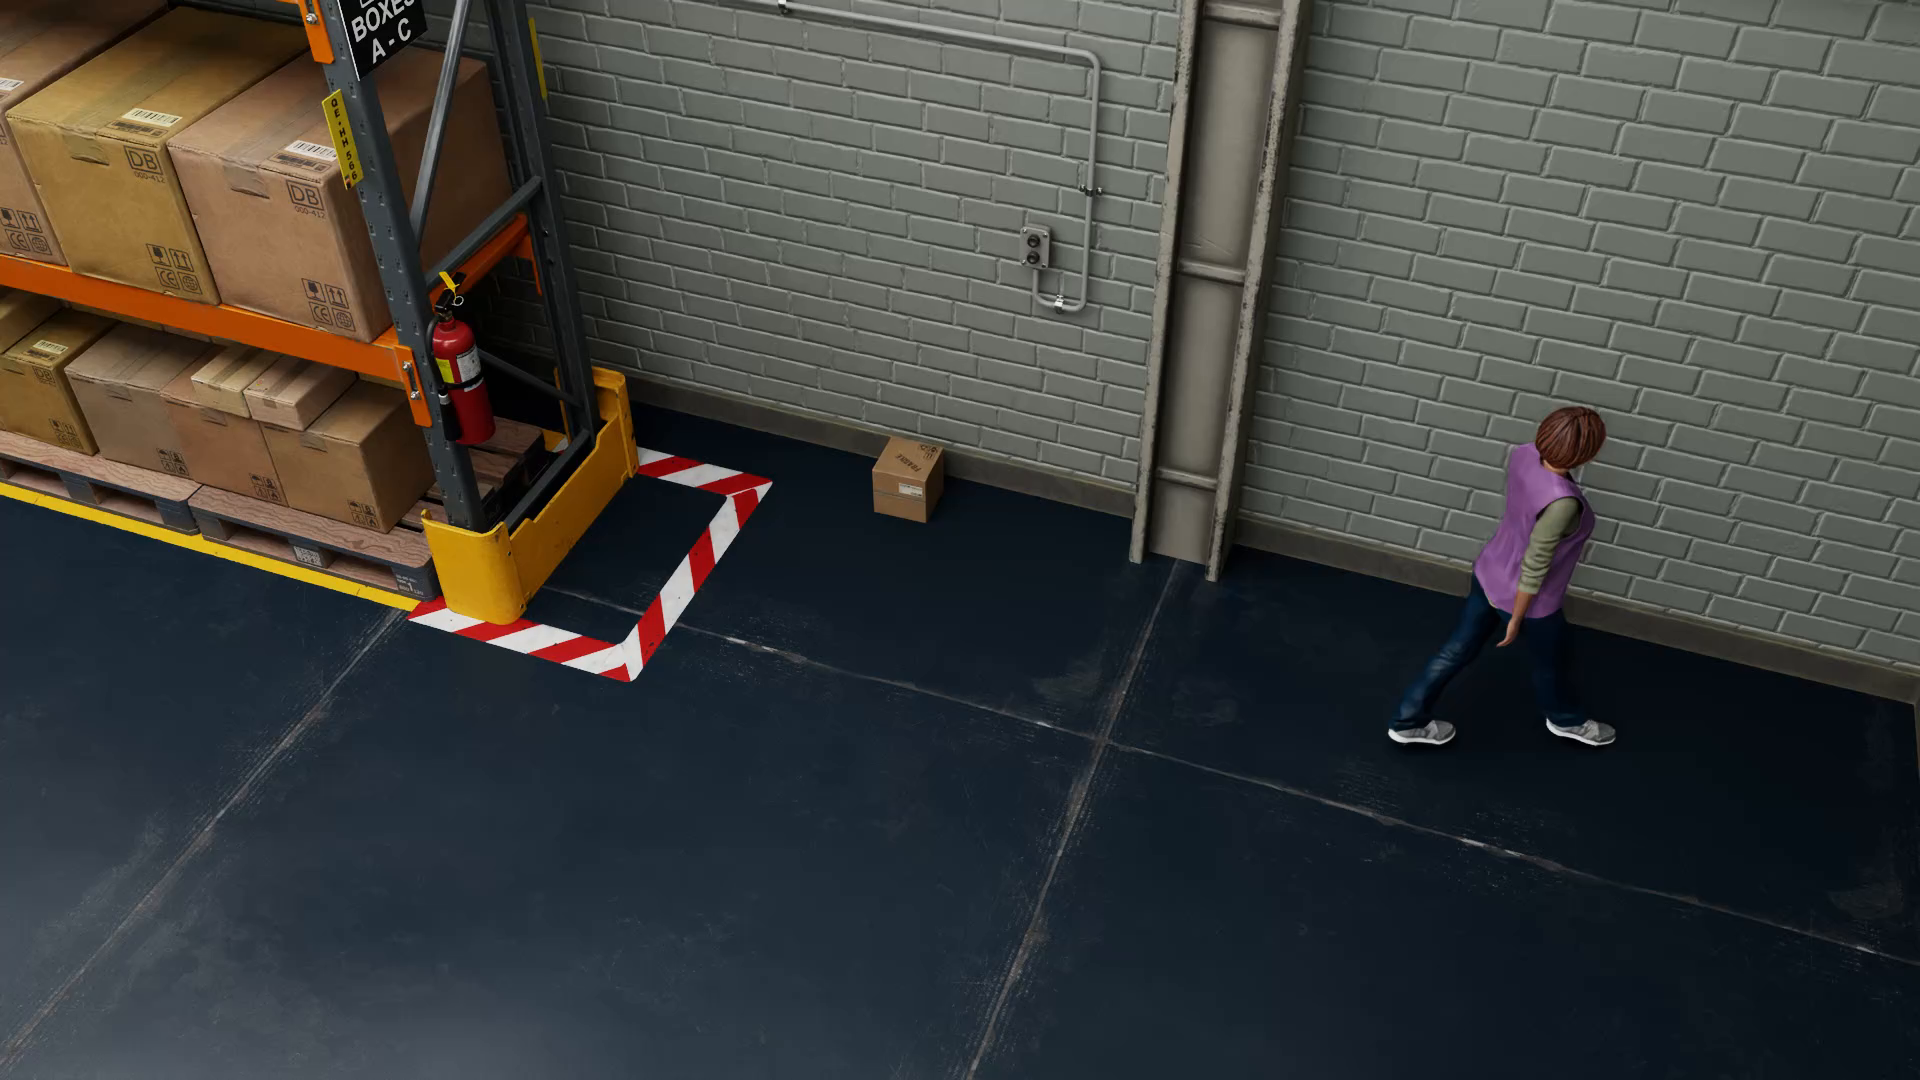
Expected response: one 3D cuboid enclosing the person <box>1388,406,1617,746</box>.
[{"bbox_3d":[2.076,0.132,5.998,0.880,1.555,0.440,-7,43,-8],"label":"person"}]
